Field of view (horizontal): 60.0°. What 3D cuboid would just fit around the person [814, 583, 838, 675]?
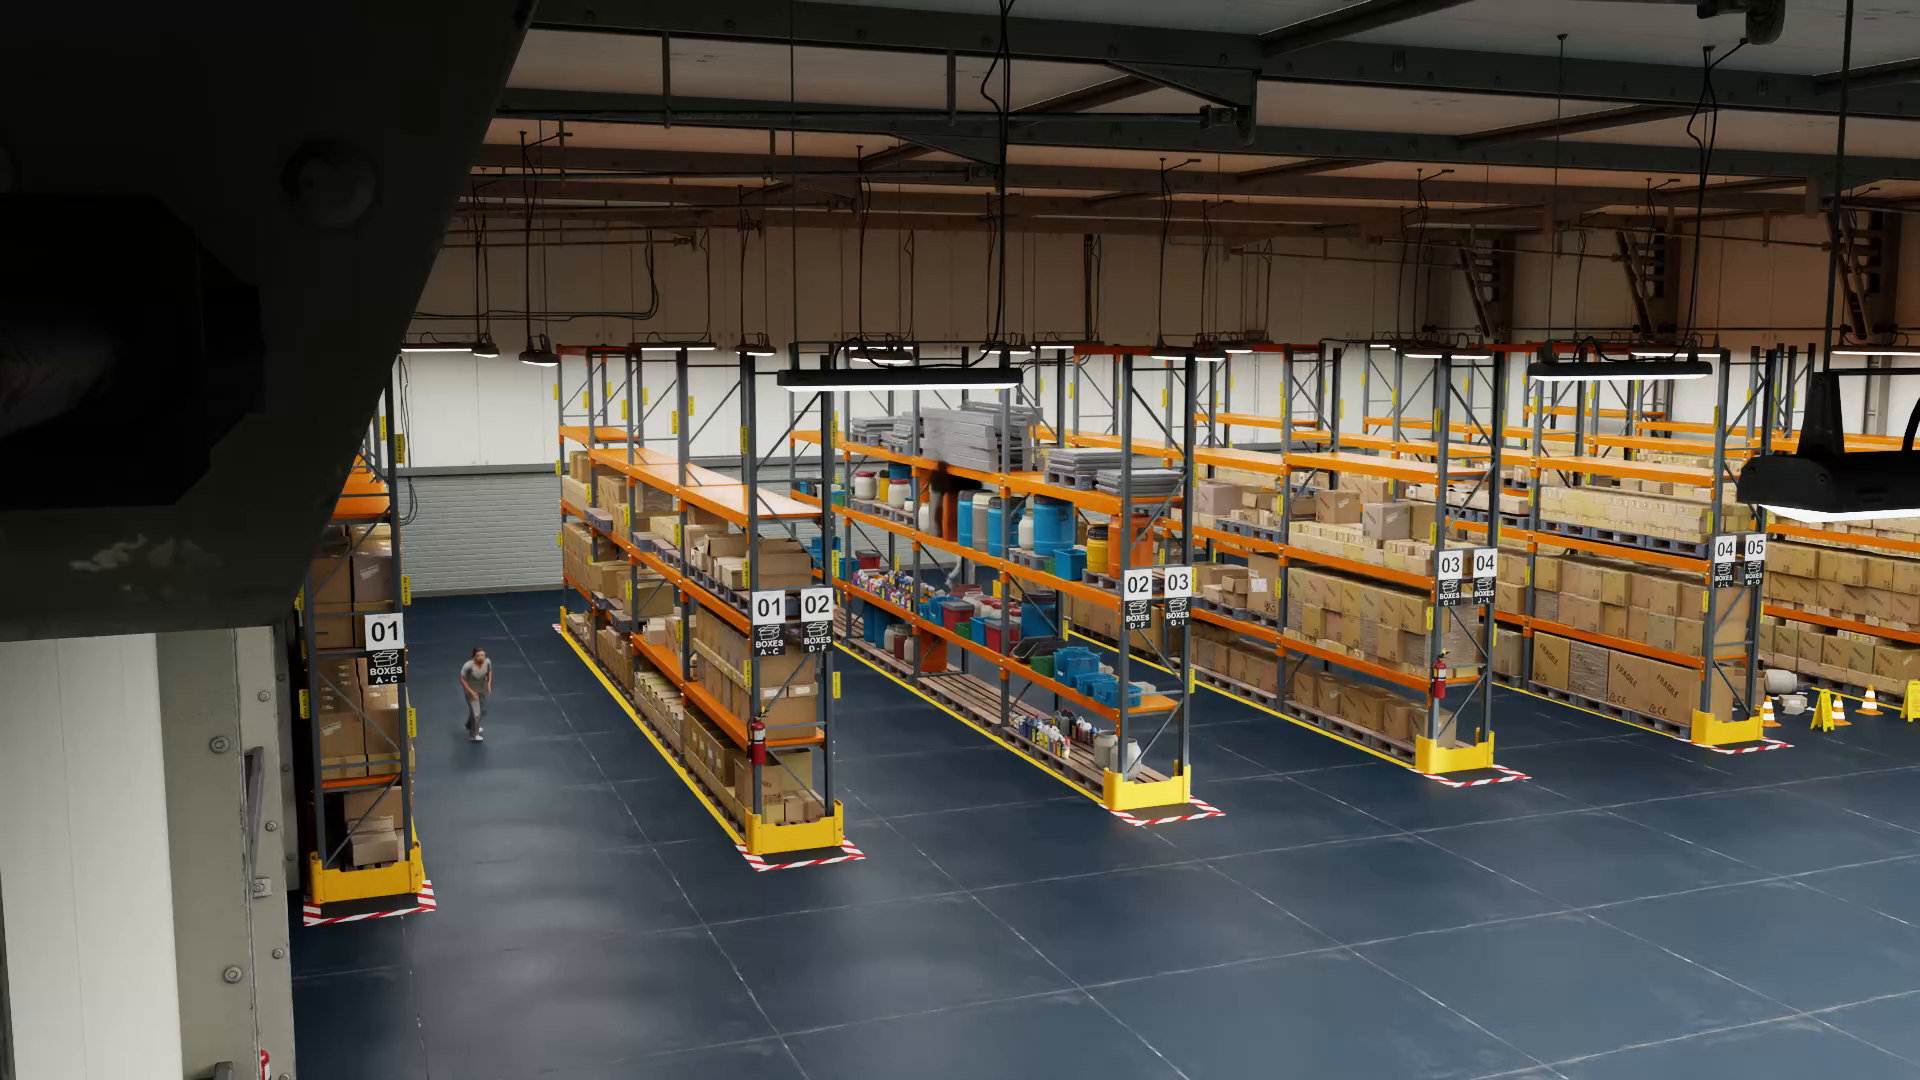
[{"bbox_3d":[-2.541,1.635,30.699,0.596,1.715,0.726,-3,8,-23],"label":"person"}]

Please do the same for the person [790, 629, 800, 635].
[{"bbox_3d":[-2.866,2.043,27.565,0.537,1.641,0.705,-4,8,-26],"label":"person"}]

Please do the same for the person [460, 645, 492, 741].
[{"bbox_3d":[-7.478,2.329,25.605,0.819,1.531,0.609,6,9,37],"label":"person"}]

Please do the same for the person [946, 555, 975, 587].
[{"bbox_3d":[0.075,0.383,40.199,0.844,1.740,0.600,2,8,17],"label":"person"}]
